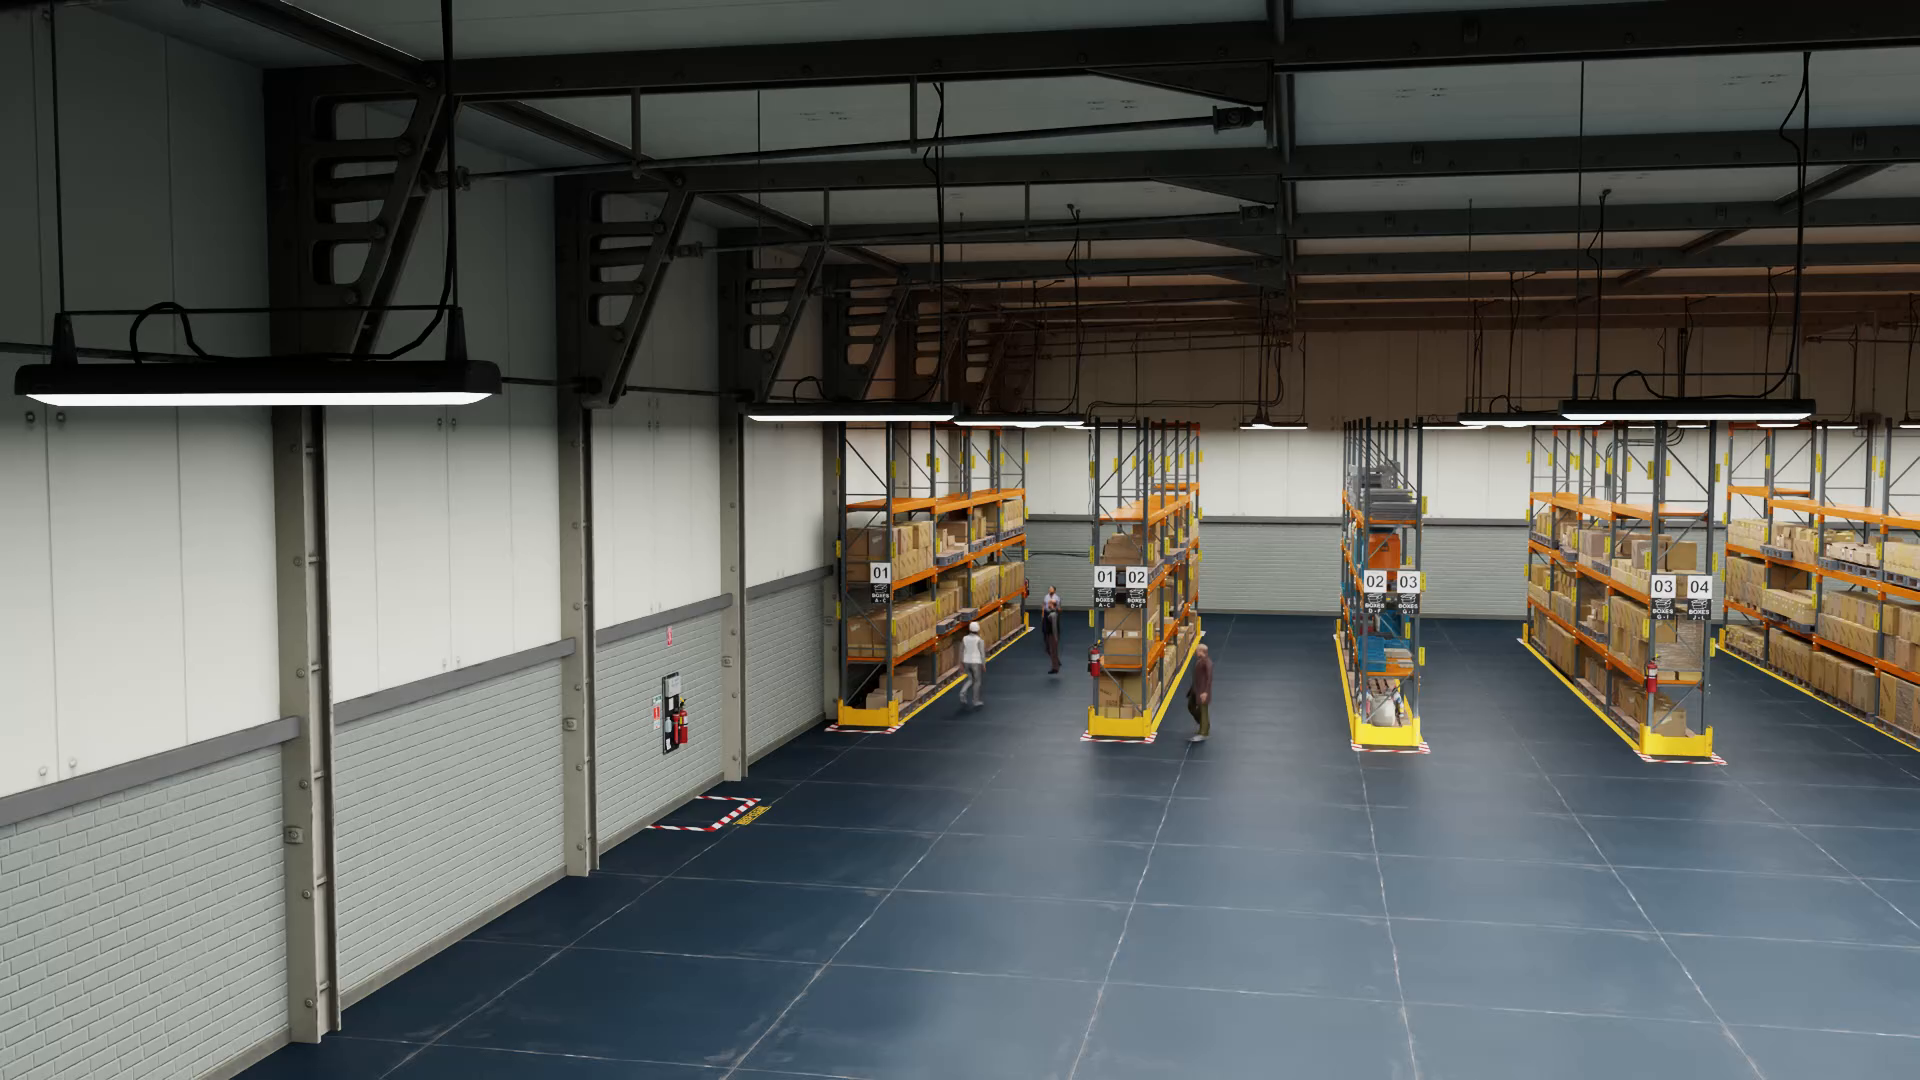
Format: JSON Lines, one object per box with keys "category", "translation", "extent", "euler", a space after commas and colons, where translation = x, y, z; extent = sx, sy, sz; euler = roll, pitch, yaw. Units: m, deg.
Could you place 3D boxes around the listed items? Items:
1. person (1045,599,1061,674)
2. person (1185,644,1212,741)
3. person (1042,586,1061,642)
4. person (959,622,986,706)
{"category": "person", "translation": [2.163, 2.222, 38.535], "extent": [0.388, 1.741, 0.583], "euler": [0, 4, 4]}
{"category": "person", "translation": [4.492, 2.812, 30.970], "extent": [0.580, 1.782, 0.659], "euler": [-1, 4, -21]}
{"category": "person", "translation": [2.448, 2.029, 44.521], "extent": [0.514, 1.583, 0.665], "euler": [0, 4, 7]}
{"category": "person", "translation": [0.251, 2.581, 34.644], "extent": [0.557, 1.764, 0.578], "euler": [4, 5, 44]}
